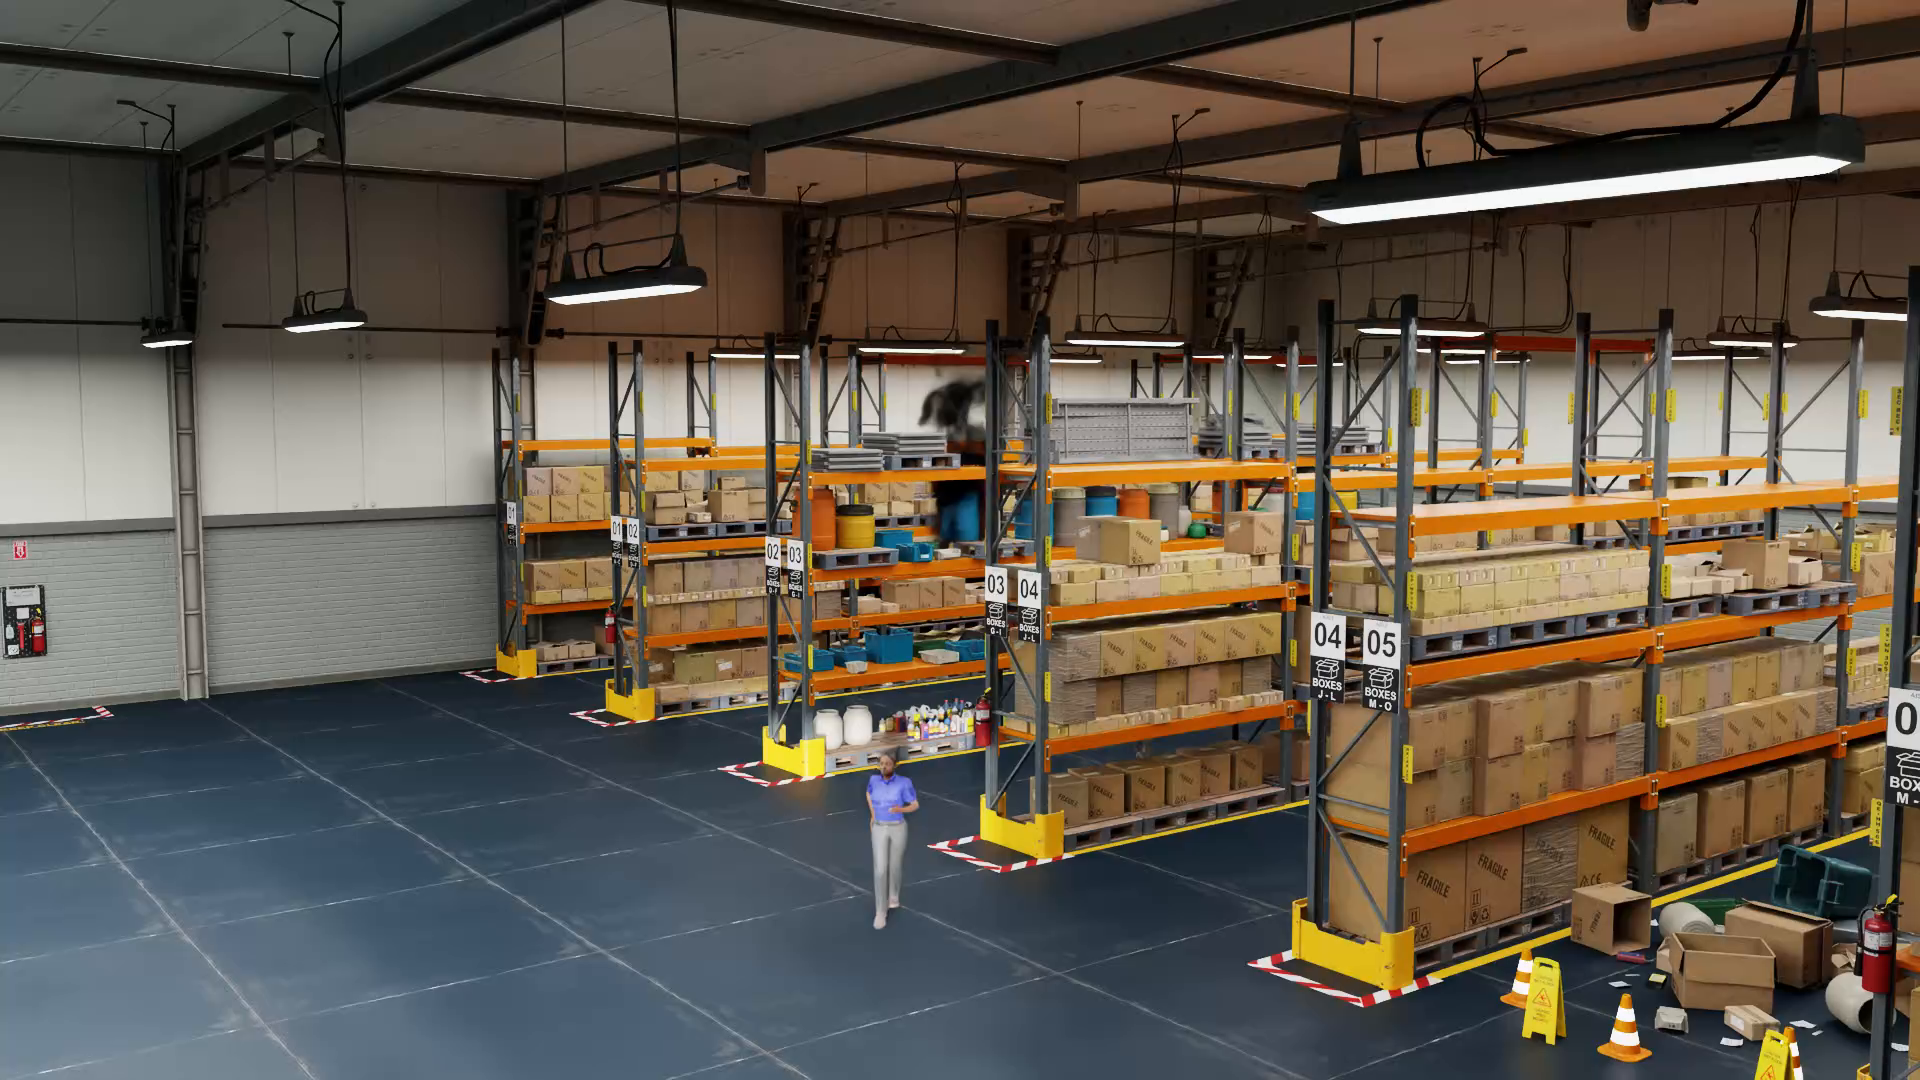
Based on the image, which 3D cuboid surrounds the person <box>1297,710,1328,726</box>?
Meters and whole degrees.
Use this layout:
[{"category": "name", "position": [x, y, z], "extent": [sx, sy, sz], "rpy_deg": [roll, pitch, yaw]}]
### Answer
[{"category": "person", "position": [5.485, 2.085, 25.895], "extent": [0.705, 1.700, 0.595], "rpy_deg": [-4, 7, -40]}]

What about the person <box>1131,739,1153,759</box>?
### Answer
[{"category": "person", "position": [2.471, 2.375, 22.831], "extent": [0.518, 1.564, 0.576], "rpy_deg": [4, 6, 36]}]

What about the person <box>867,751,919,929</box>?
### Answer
[{"category": "person", "position": [-0.668, 2.917, 16.384], "extent": [0.550, 1.721, 0.770], "rpy_deg": [0, 5, 4]}]
